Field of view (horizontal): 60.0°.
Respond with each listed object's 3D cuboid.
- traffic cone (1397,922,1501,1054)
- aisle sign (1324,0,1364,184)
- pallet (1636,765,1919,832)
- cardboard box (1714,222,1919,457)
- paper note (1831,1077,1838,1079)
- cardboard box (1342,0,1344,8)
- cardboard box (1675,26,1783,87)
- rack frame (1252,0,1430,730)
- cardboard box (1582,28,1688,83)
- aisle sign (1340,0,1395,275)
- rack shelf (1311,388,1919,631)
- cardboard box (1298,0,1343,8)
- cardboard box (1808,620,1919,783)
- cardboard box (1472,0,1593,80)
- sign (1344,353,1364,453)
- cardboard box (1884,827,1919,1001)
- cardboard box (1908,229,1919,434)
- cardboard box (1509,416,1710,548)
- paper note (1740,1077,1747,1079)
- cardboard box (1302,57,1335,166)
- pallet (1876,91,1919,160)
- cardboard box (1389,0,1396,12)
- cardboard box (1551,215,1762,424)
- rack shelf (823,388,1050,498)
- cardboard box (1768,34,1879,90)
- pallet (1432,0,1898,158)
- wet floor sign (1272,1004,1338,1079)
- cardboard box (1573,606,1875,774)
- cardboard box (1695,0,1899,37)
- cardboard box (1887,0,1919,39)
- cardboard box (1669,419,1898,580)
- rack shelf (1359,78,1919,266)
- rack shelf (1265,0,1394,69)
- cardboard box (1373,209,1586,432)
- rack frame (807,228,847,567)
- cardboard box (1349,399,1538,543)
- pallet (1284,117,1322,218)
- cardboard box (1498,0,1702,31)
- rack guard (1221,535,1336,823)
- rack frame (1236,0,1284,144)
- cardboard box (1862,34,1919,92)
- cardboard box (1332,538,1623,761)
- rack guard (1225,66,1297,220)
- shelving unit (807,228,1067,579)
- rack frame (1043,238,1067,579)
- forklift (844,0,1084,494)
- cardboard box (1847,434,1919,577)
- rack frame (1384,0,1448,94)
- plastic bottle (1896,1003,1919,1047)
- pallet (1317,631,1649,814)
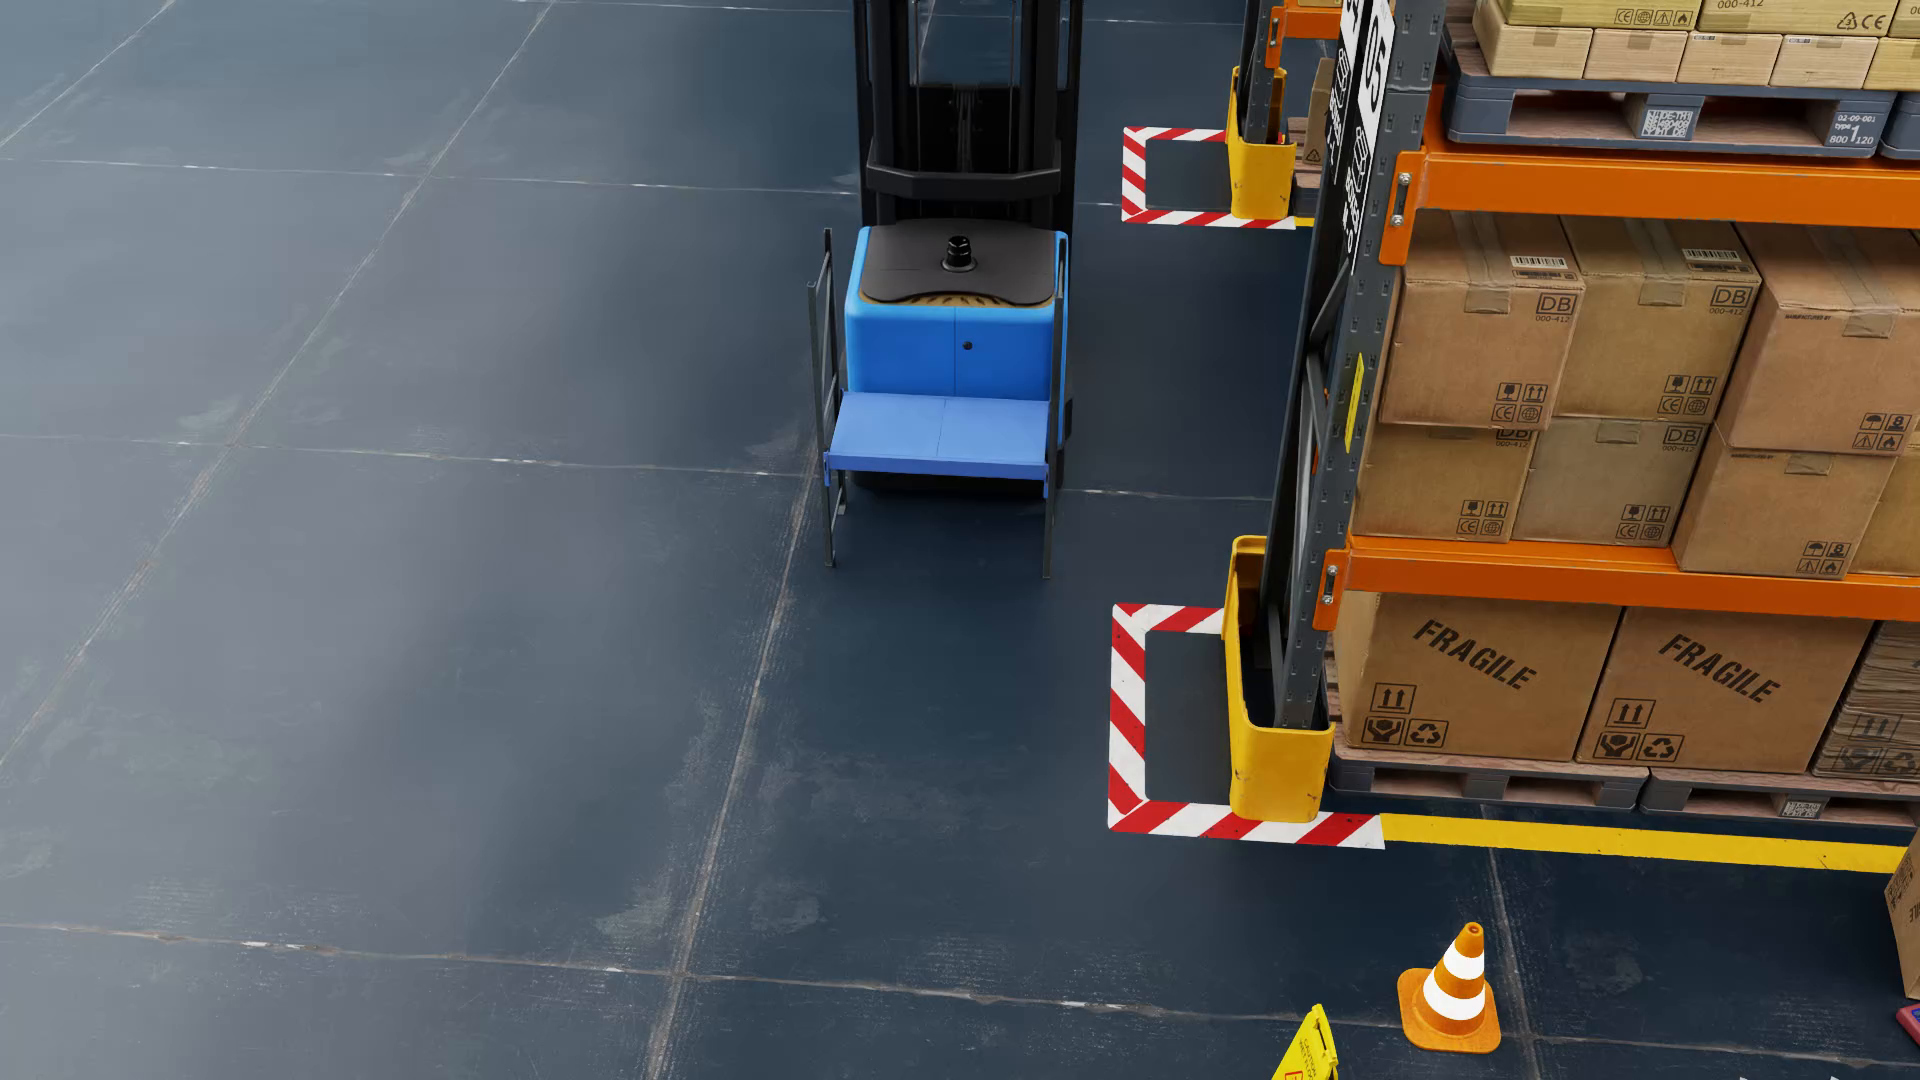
[{"bbox_3d":[1.724,1.486,5.728,0.334,0.463,0.336,3,39,4],"label":"traffic cone"},{"bbox_3d":[1.273,-1.621,5.476,0.004,0.787,0.394,3,39,4],"label":"aisle sign"},{"bbox_3d":[3.333,0.724,6.864,1.213,0.211,1.003,3,39,4],"label":"pallet"},{"bbox_3d":[2.786,-0.764,5.509,0.550,0.550,0.875,3,39,4],"label":"cardboard box"},{"bbox_3d":[3.012,1.859,5.629,0.123,0.001,0.032,24,45,26],"label":"paper note"},{"bbox_3d":[2.357,-3.245,9.730,0.250,0.149,0.380,3,39,4],"label":"cardboard box"},{"bbox_3d":[2.135,-1.440,4.724,0.250,0.149,0.380,3,39,4],"label":"cardboard box"},{"bbox_3d":[1.317,-0.420,6.060,0.127,3.000,1.000,3,39,4],"label":"rack frame"},{"bbox_3d":[1.885,-1.454,4.741,0.250,0.149,0.380,3,39,4],"label":"cardboard box"},{"bbox_3d":[1.221,-1.243,5.012,0.004,0.787,0.394,3,39,4],"label":"aisle sign"},{"bbox_3d":[3.310,-0.032,6.153,4.000,0.370,1.077,3,39,4],"label":"rack shelf"},{"bbox_3d":[2.109,-3.271,9.762,0.250,0.149,0.380,3,39,4],"label":"cardboard box"},{"bbox_3d":[3.784,0.334,6.484,0.875,0.875,0.875,3,39,4],"label":"cardboard box"},{"bbox_3d":[1.631,-1.467,4.758,0.250,0.149,0.380,3,39,4],"label":"cardboard box"},{"bbox_3d":[1.264,-0.438,5.333,0.005,0.325,0.100,3,39,4],"label":"sign"},{"bbox_3d":[3.667,1.327,5.892,0.500,0.500,0.500,10,40,12],"label":"cardboard box"},{"bbox_3d":[3.325,-0.817,5.574,0.500,0.550,0.875,3,39,4],"label":"cardboard box"},{"bbox_3d":[2.241,-0.470,6.003,0.550,0.550,0.875,3,39,4],"label":"cardboard box"},{"bbox_3d":[2.692,1.883,5.584,0.142,0.017,0.144,16,42,19],"label":"paper note"},{"bbox_3d":[2.467,-2.683,10.488,0.500,0.500,0.500,10,40,12],"label":"cardboard box"},{"bbox_3d":[3.276,-1.450,5.020,1.213,0.211,1.003,3,39,4],"label":"pallet"},{"bbox_3d":[2.605,-3.222,9.702,0.250,0.149,0.380,3,39,4],"label":"cardboard box"},{"bbox_3d":[2.240,-0.880,5.652,0.550,0.550,0.875,3,39,4],"label":"cardboard box"},{"bbox_3d":[-0.085,-0.447,7.566,1.000,0.185,0.538,3,39,4],"label":"rack shelf"},{"bbox_3d":[2.387,-1.426,4.708,0.250,0.149,0.380,3,39,4],"label":"cardboard box"},{"bbox_3d":[2.057,-1.515,5.100,1.213,0.211,1.003,3,39,4],"label":"pallet"},{"bbox_3d":[1.118,1.737,5.275,0.232,0.644,0.267,-3,39,-4],"label":"wet floor sign"},{"bbox_3d":[2.875,0.283,6.547,0.875,0.875,0.875,3,39,3],"label":"cardboard box"},{"bbox_3d":[2.282,-1.627,4.639,0.500,0.250,0.500,3,39,3],"label":"cardboard box"},{"bbox_3d":[2.785,-1.600,4.606,0.500,0.250,0.500,3,39,3],"label":"cardboard box"},{"bbox_3d":[2.788,-0.361,5.869,0.550,0.550,0.875,3,39,4],"label":"cardboard box"},{"bbox_3d":[3.310,-1.195,5.207,4.000,0.370,1.077,3,39,4],"label":"rack shelf"},{"bbox_3d":[3.839,-3.146,9.979,4.000,0.370,1.077,3,39,4],"label":"rack shelf"},{"bbox_3d":[1.684,-0.852,5.617,0.550,0.550,0.875,3,39,4],"label":"cardboard box"},{"bbox_3d":[-0.591,-0.614,7.487,0.032,1.500,0.500,3,39,4],"label":"rack frame"},{"bbox_3d":[1.691,-0.486,6.023,0.550,0.550,0.875,3,39,4],"label":"cardboard box"},{"bbox_3d":[2.728,-2.382,10.679,1.213,0.211,1.003,3,39,4],"label":"pallet"},{"bbox_3d":[1.776,-1.654,4.672,0.500,0.250,0.500,3,39,4],"label":"cardboard box"},{"bbox_3d":[1.293,0.548,6.851,0.348,0.500,1.175,3,39,4],"label":"rack guard"},{"bbox_3d":[1.846,-3.534,9.886,0.127,3.000,1.000,3,39,4],"label":"rack frame"},{"bbox_3d":[2.637,-1.412,4.690,0.250,0.149,0.380,3,39,4],"label":"cardboard box"},{"bbox_3d":[1.999,0.237,6.604,0.875,0.875,0.875,3,39,4],"label":"cardboard box"},{"bbox_3d":[1.922,-2.560,10.670,0.348,0.500,1.175,3,39,4],"label":"rack guard"},{"bbox_3d":[-0.085,-0.586,7.453,1.048,1.500,0.538,3,39,4],"label":"shelving unit"},{"bbox_3d":[0.421,-0.559,7.419,0.032,1.500,0.500,3,39,4],"label":"rack frame"},{"bbox_3d":[0.051,-2.270,8.388,1.130,2.935,3.031,2,39,2],"label":"forklift"},{"bbox_3d":[3.319,-0.358,5.865,0.500,0.550,0.875,3,39,4],"label":"cardboard box"},{"bbox_3d":[1.317,-2.747,4.166,0.127,3.000,1.000,3,39,4],"label":"rack frame"},{"bbox_3d":[3.386,1.735,5.741,0.133,0.061,0.283,-10,40,-12],"label":"plastic bottle"},{"bbox_3d":[2.121,0.656,6.947,1.213,0.211,1.003,3,39,4],"label":"pallet"}]
